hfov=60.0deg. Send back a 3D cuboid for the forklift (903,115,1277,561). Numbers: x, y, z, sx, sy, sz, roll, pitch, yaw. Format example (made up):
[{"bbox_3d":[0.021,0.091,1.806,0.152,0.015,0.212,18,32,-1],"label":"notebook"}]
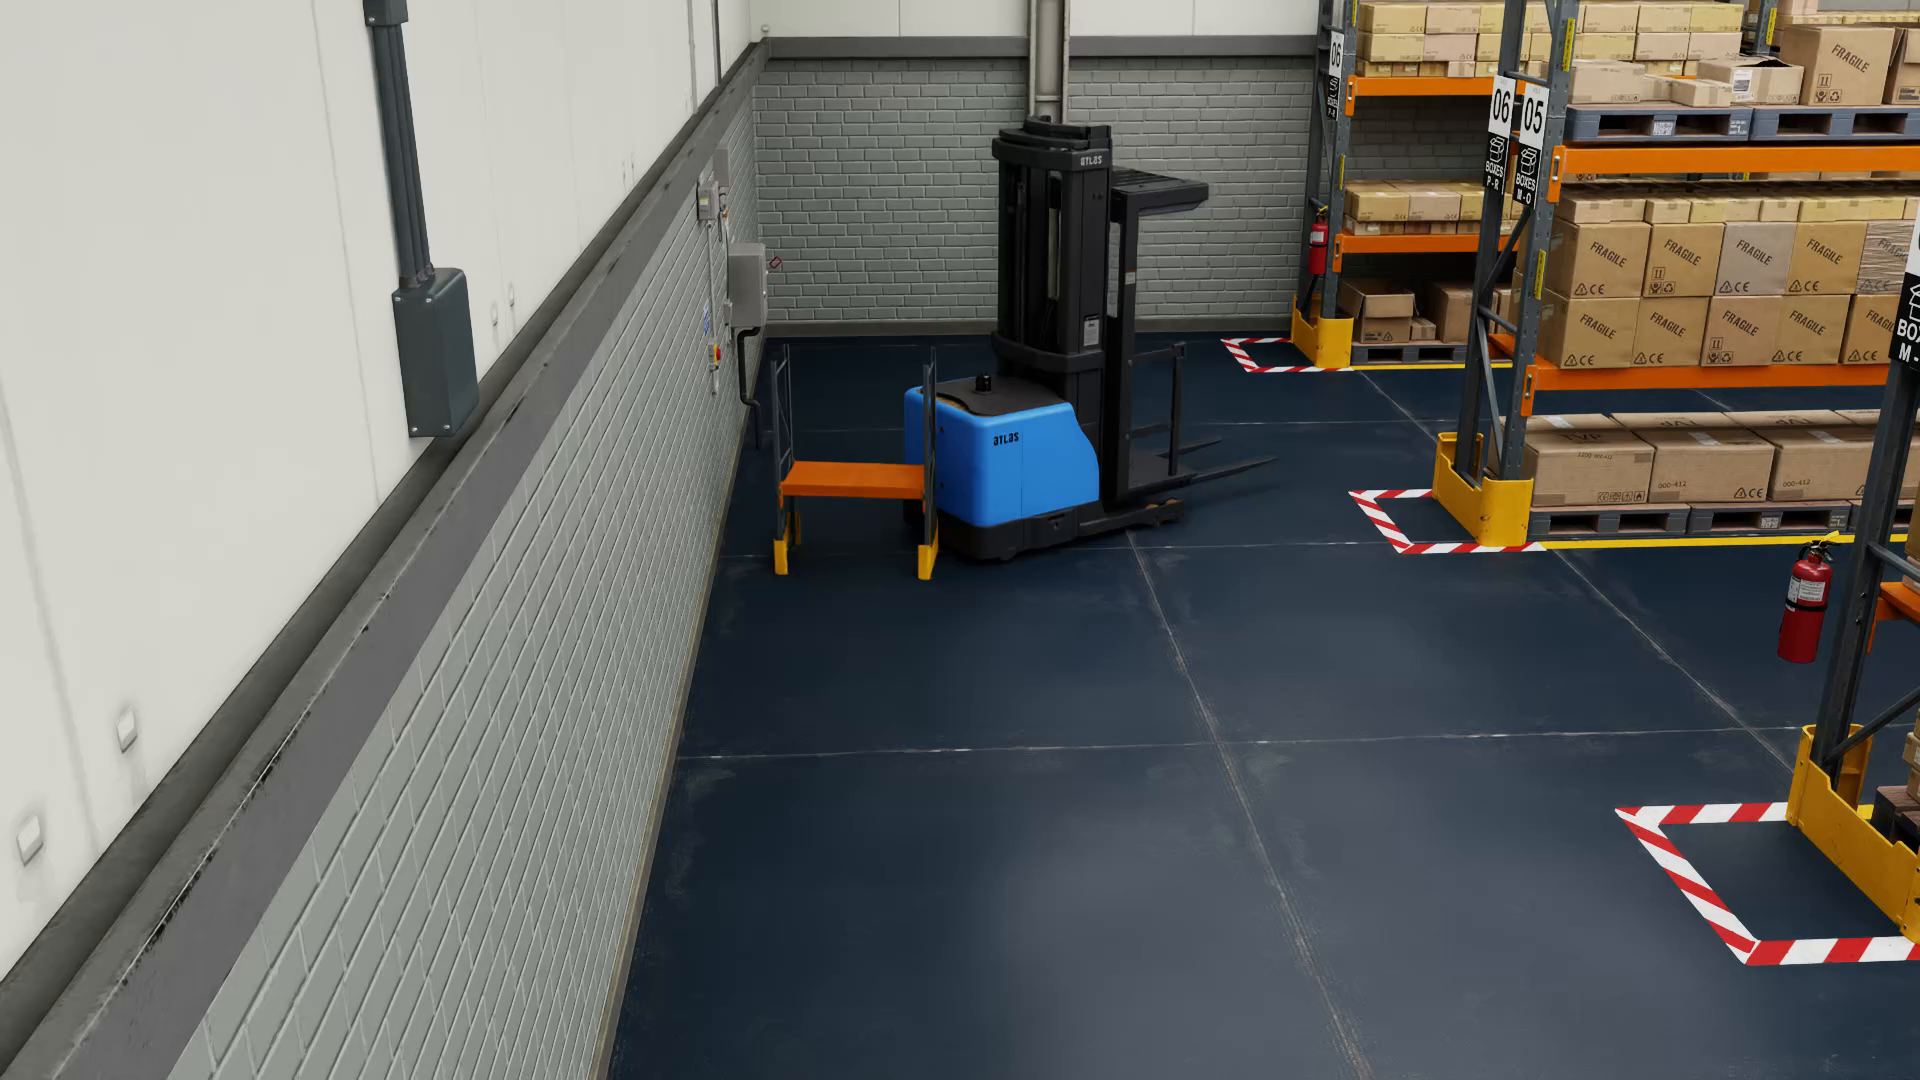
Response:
[{"bbox_3d":[1.087,-1.609,12.228,3.031,2.935,1.130,-14,25,-32],"label":"forklift"}]

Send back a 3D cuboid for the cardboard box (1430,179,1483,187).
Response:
[{"bbox_3d":[5.086,-3.515,16.929,0.500,0.250,0.500,-1,21,-1],"label":"cardboard box"}]

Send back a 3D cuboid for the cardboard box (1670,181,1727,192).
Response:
[{"bbox_3d":[5.290,-2.476,11.950,0.250,0.149,0.380,-1,21,-4],"label":"cardboard box"}]

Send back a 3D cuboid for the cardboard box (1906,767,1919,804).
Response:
[{"bbox_3d":[4.817,1.247,8.046,0.250,0.149,0.380,-1,21,-2],"label":"cardboard box"}]

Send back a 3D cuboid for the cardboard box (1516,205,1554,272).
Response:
[{"bbox_3d":[4.387,-2.169,12.056,0.500,0.500,0.500,0,21,-1],"label":"cardboard box"}]

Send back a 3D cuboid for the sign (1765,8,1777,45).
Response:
[{"bbox_3d":[7.665,-4.856,15.717,0.005,0.325,0.100,-1,21,-3],"label":"sign"}]

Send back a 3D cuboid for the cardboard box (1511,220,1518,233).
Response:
[{"bbox_3d":[5.527,-3.137,16.497,0.250,0.149,0.380,-1,21,-2],"label":"cardboard box"}]

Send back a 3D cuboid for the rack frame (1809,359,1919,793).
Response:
[{"bbox_3d":[4.303,0.196,7.391,0.127,3.000,1.000,-1,21,-3],"label":"rack frame"}]

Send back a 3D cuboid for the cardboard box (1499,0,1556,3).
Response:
[{"bbox_3d":[5.595,-5.161,16.336,0.500,0.250,0.500,-1,21,-3],"label":"cardboard box"}]

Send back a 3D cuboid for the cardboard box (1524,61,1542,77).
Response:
[{"bbox_3d":[5.500,-4.529,15.937,0.250,0.149,0.380,-1,21,-3],"label":"cardboard box"}]

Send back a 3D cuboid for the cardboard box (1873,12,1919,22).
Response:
[{"bbox_3d":[8.975,-4.983,15.982,0.250,0.149,0.380,-1,21,-2],"label":"cardboard box"}]

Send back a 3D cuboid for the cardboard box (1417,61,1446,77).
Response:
[{"bbox_3d":[4.482,-4.546,15.982,0.250,0.149,0.380,-1,21,-3],"label":"cardboard box"}]

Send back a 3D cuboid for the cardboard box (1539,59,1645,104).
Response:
[{"bbox_3d":[4.364,-3.176,11.512,0.500,0.250,0.500,-3,21,-8],"label":"cardboard box"}]

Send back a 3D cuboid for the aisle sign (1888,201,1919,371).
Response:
[{"bbox_3d":[4.213,-1.124,7.204,0.004,0.787,0.394,-1,21,-3],"label":"aisle sign"}]

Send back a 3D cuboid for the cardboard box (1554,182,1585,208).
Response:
[{"bbox_3d":[4.267,-2.456,11.899,0.250,0.149,0.380,-1,21,-2],"label":"cardboard box"}]

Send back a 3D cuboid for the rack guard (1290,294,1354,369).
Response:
[{"bbox_3d":[3.709,-2.157,17.084,0.348,0.500,1.175,-1,21,-3],"label":"rack guard"}]

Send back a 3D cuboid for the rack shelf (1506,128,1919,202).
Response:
[{"bbox_3d":[5.916,-2.667,11.705,4.000,0.370,1.077,-1,21,-3],"label":"rack shelf"}]

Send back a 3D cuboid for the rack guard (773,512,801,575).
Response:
[{"bbox_3d":[-1.215,0.021,11.715,0.087,0.250,0.587,2,21,5],"label":"rack guard"}]

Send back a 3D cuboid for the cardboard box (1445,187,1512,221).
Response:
[{"bbox_3d":[5.110,-3.328,16.439,0.500,0.250,0.500,-2,21,-4],"label":"cardboard box"}]

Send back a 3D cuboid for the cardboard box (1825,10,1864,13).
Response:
[{"bbox_3d":[8.685,-5.142,16.400,0.250,0.149,0.380,-1,21,-2],"label":"cardboard box"}]

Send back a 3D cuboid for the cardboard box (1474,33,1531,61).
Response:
[{"bbox_3d":[5.109,-4.730,15.906,0.500,0.250,0.500,-2,21,-5],"label":"cardboard box"}]

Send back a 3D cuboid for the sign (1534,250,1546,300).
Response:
[{"bbox_3d":[3.945,-1.805,11.318,0.005,0.325,0.100,-1,21,-3],"label":"sign"}]

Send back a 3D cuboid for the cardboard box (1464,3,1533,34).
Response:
[{"bbox_3d":[5.100,-4.967,15.825,0.500,0.250,0.500,-1,21,-4],"label":"cardboard box"}]

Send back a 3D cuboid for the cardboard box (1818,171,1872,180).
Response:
[{"bbox_3d":[8.639,-3.589,16.601,0.500,0.500,0.700,-1,21,-2],"label":"cardboard box"}]

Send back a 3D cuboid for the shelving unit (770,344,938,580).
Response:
[{"bbox_3d":[-0.719,-0.547,11.450,1.083,1.500,0.587,2,21,5],"label":"shelving unit"}]

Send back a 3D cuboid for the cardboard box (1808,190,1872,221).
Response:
[{"bbox_3d":[6.099,-2.326,11.557,0.250,0.149,0.380,-1,21,-3],"label":"cardboard box"}]

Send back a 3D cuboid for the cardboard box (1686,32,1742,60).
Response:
[{"bbox_3d":[7.159,-4.777,16.029,0.500,0.250,0.500,-1,21,-3],"label":"cardboard box"}]

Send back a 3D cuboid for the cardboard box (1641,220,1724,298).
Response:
[{"bbox_3d":[4.931,-1.996,11.602,0.500,0.500,0.500,-2,21,-5],"label":"cardboard box"}]

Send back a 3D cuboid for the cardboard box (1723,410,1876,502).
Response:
[{"bbox_3d":[6.387,-0.648,12.617,0.875,0.438,0.875,-2,21,-5],"label":"cardboard box"}]

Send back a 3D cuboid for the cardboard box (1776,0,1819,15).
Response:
[{"bbox_3d":[7.947,-5.147,15.831,0.258,0.266,0.396,-1,21,-4],"label":"cardboard box"}]

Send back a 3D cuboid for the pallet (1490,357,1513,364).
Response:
[{"bbox_3d":[5.720,-2.062,17.241,1.213,0.211,1.003,-1,21,-3],"label":"pallet"}]

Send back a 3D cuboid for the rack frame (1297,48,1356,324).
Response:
[{"bbox_3d":[3.633,-3.324,16.635,0.127,3.000,1.000,-1,21,-3],"label":"rack frame"}]

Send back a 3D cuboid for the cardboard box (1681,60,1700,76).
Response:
[{"bbox_3d":[7.039,-4.573,16.055,0.250,0.149,0.380,-1,21,-3],"label":"cardboard box"}]

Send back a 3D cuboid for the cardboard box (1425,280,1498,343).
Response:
[{"bbox_3d":[5.104,-2.334,16.959,0.500,0.500,0.700,0,21,-1],"label":"cardboard box"}]

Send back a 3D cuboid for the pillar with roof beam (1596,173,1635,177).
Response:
[{"bbox_3d":[7.125,-4.985,12.568,0.400,9.000,9.100,-1,21,-3],"label":"pillar with roof beam"}]

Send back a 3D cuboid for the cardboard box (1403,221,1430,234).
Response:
[{"bbox_3d":[4.488,-3.155,16.545,0.250,0.149,0.380,-1,21,-4],"label":"cardboard box"}]

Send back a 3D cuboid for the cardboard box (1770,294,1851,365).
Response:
[{"bbox_3d":[5.927,-1.555,11.850,0.500,0.500,0.500,0,21,-1],"label":"cardboard box"}]

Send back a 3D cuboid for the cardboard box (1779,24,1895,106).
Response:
[{"bbox_3d":[5.941,-3.240,11.328,0.500,0.500,0.500,-1,21,-2],"label":"cardboard box"}]

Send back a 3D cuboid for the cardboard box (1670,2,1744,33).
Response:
[{"bbox_3d":[7.136,-5.014,15.948,0.500,0.250,0.500,-1,21,-3],"label":"cardboard box"}]

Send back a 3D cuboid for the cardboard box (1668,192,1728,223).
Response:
[{"bbox_3d":[5.075,-2.293,11.472,0.250,0.149,0.380,-2,21,-5],"label":"cardboard box"}]

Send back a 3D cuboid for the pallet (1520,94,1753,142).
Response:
[{"bbox_3d":[4.660,-2.940,11.535,1.213,0.211,1.003,-1,21,-3],"label":"pallet"}]

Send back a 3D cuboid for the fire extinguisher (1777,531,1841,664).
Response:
[{"bbox_3d":[4.025,0.247,7.888,0.183,0.674,0.296,-1,21,-3],"label":"fire extinguisher"}]

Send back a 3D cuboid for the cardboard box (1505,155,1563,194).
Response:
[{"bbox_3d":[5.599,-3.687,16.329,0.500,0.500,0.500,-1,21,-2],"label":"cardboard box"}]

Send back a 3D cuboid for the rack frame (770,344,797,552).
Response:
[{"bbox_3d":[-1.216,-0.563,11.492,0.032,1.500,0.500,2,21,5],"label":"rack frame"}]

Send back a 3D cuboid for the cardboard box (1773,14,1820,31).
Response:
[{"bbox_3d":[7.949,-4.922,15.821,0.250,0.149,0.380,-1,21,-1],"label":"cardboard box"}]

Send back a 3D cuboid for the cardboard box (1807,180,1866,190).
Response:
[{"bbox_3d":[6.311,-2.501,12.017,0.250,0.149,0.380,-1,21,-3],"label":"cardboard box"}]

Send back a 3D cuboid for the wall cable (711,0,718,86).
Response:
[{"bbox_3d":[-1.783,-4.416,11.072,0.029,3.000,2.355,-1,21,-3],"label":"wall cable"}]

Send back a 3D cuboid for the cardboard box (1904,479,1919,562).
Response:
[{"bbox_3d":[4.737,-0.090,7.584,0.500,0.500,0.500,-1,21,-2],"label":"cardboard box"}]
